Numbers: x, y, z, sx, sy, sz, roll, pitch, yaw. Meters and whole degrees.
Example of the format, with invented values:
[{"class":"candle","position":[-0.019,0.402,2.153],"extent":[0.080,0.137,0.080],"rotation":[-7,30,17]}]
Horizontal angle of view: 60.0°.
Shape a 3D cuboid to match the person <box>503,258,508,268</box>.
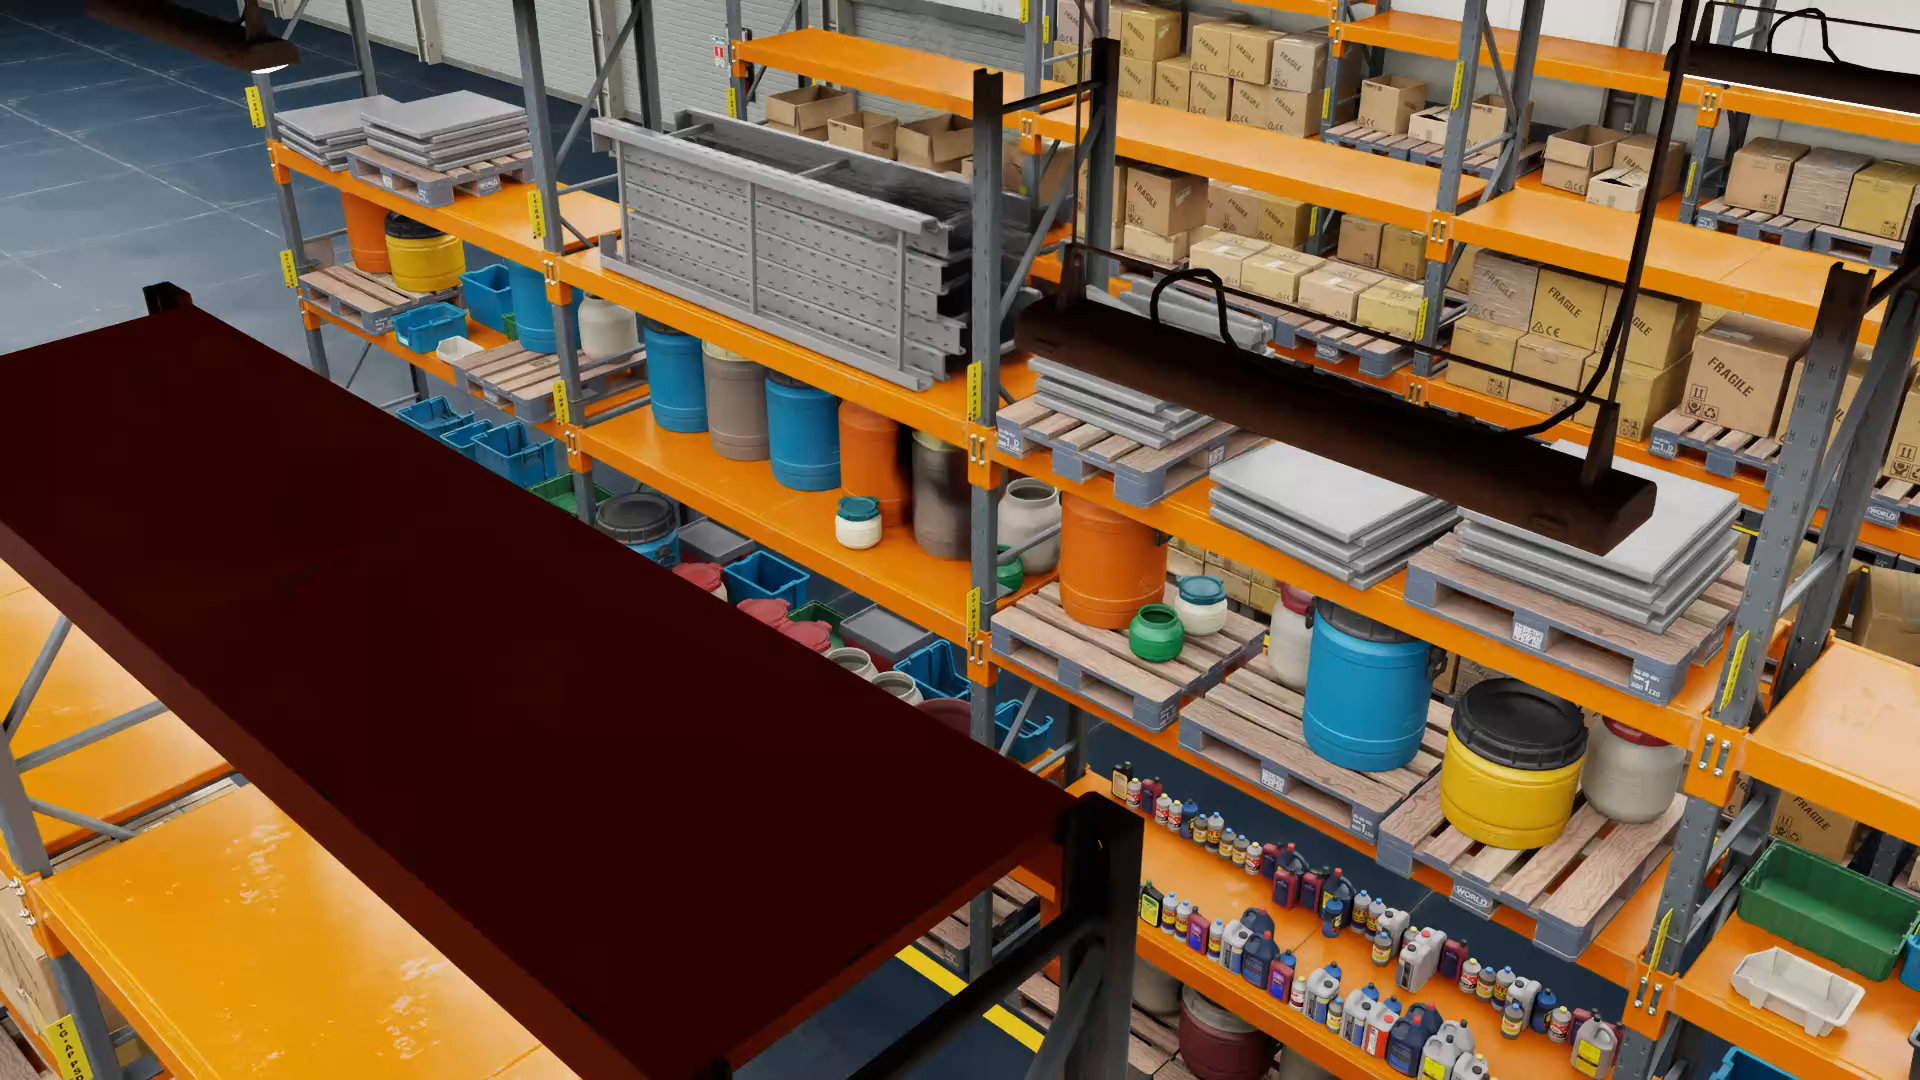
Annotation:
[{"class":"person","position":[-4.933,-2.514,19.040],"extent":[0.877,1.697,0.584],"rotation":[-7,30,-13]}]
